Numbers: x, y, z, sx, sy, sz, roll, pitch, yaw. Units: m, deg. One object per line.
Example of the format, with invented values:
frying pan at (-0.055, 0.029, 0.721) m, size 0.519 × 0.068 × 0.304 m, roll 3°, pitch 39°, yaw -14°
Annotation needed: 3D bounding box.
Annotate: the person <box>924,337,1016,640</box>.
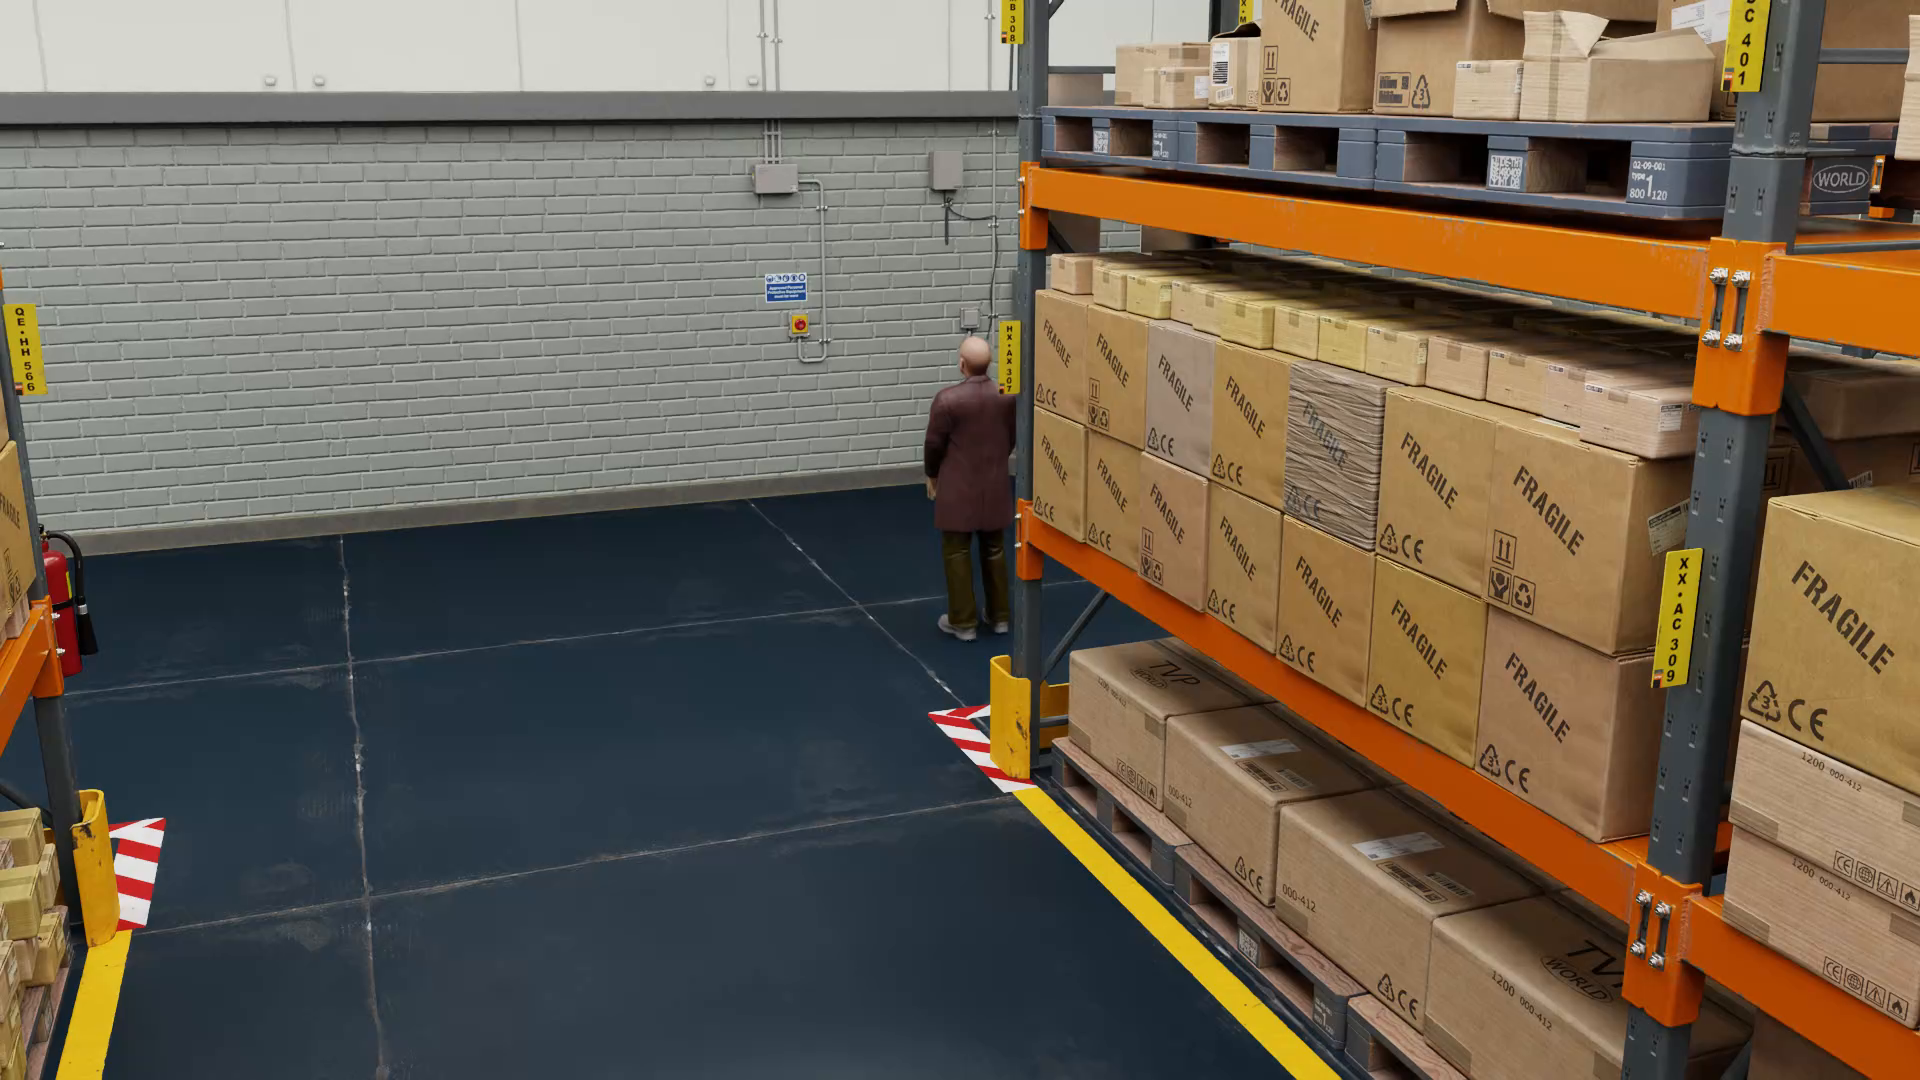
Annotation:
person at (0.049, -0.312, 9.685) m, size 0.585 × 1.784 × 0.481 m, roll -6°, pitch 16°, yaw -20°
